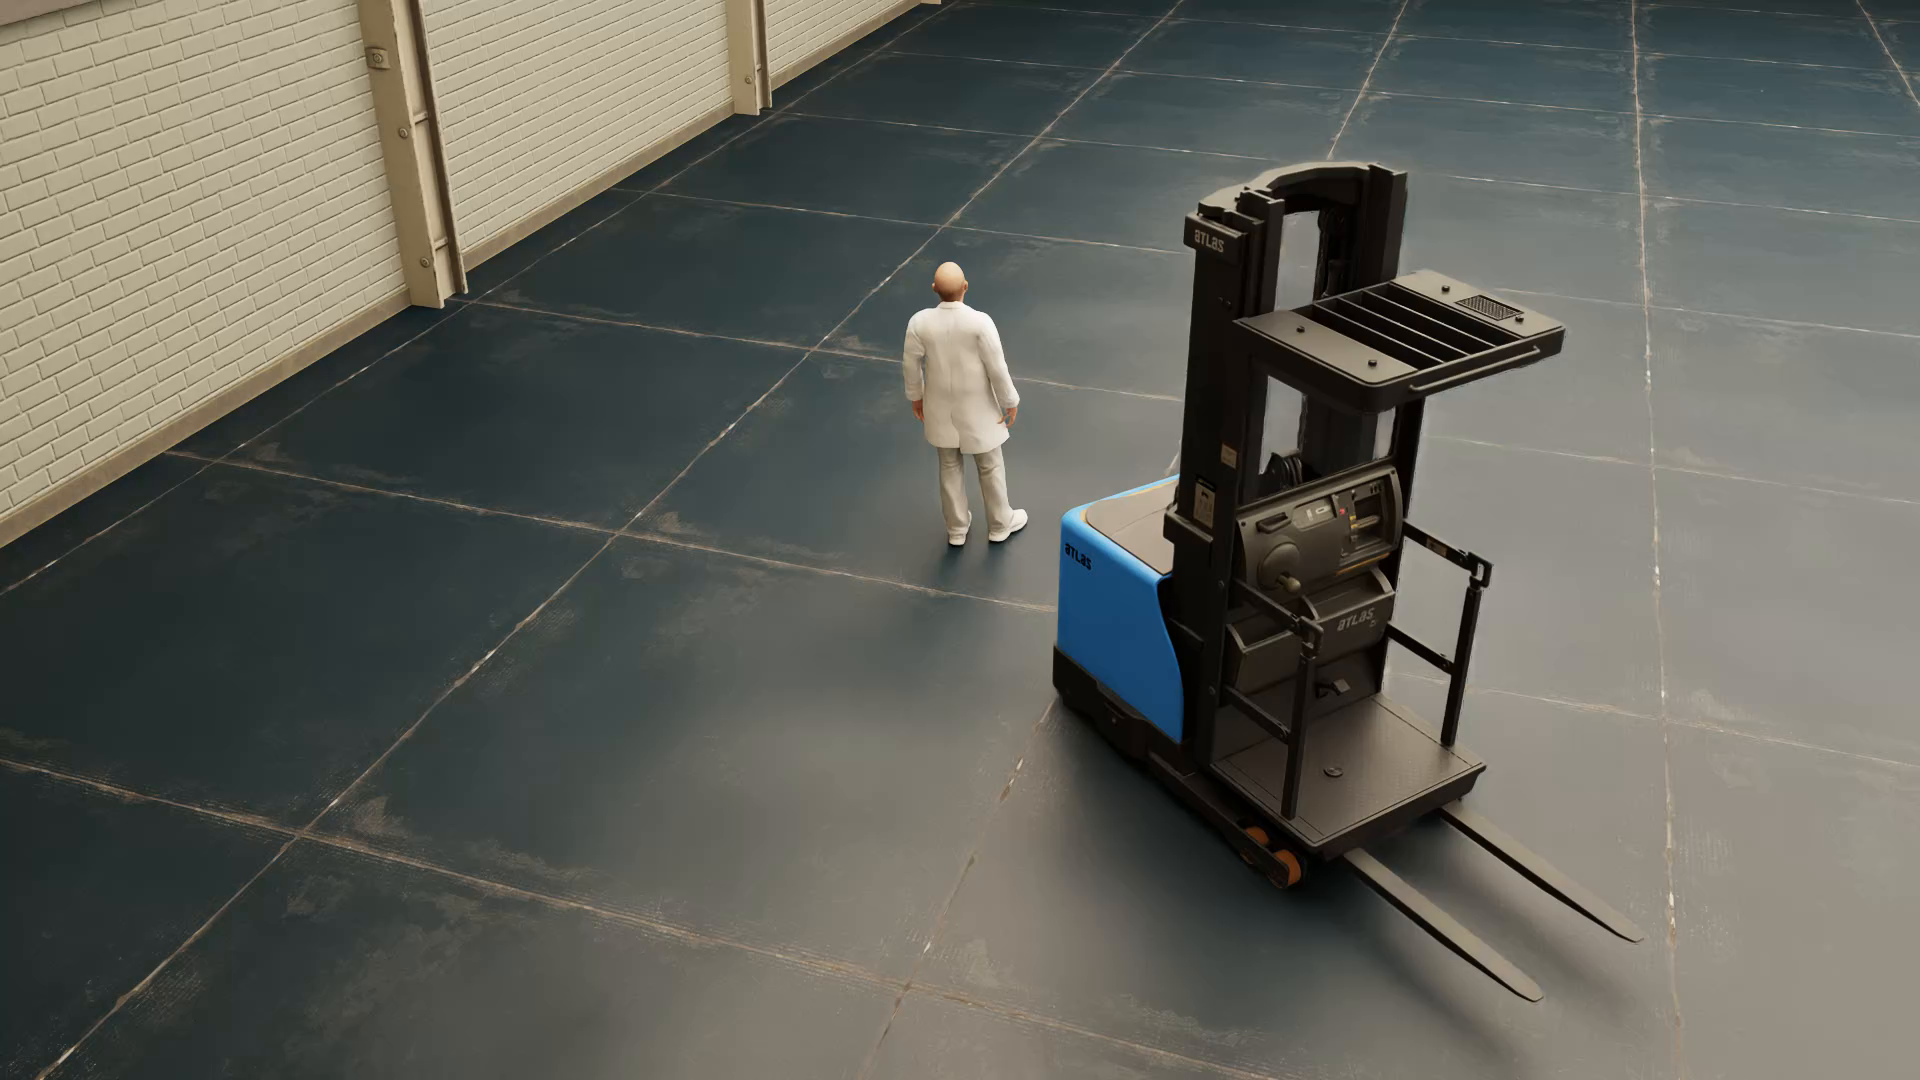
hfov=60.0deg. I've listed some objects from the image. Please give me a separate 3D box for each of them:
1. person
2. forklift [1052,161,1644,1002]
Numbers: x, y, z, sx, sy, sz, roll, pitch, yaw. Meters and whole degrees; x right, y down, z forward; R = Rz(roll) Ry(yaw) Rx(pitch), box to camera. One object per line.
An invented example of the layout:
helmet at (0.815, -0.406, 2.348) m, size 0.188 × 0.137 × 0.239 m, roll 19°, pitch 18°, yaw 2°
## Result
person at (0.034, -0.820, 9.725) m, size 0.694 × 1.775 × 0.581 m, roll 10°, pitch 31°, yaw 16°
forklift at (1.701, 0.003, 7.132) m, size 1.130 × 2.935 × 3.031 m, roll -18°, pitch 34°, yaw -28°
